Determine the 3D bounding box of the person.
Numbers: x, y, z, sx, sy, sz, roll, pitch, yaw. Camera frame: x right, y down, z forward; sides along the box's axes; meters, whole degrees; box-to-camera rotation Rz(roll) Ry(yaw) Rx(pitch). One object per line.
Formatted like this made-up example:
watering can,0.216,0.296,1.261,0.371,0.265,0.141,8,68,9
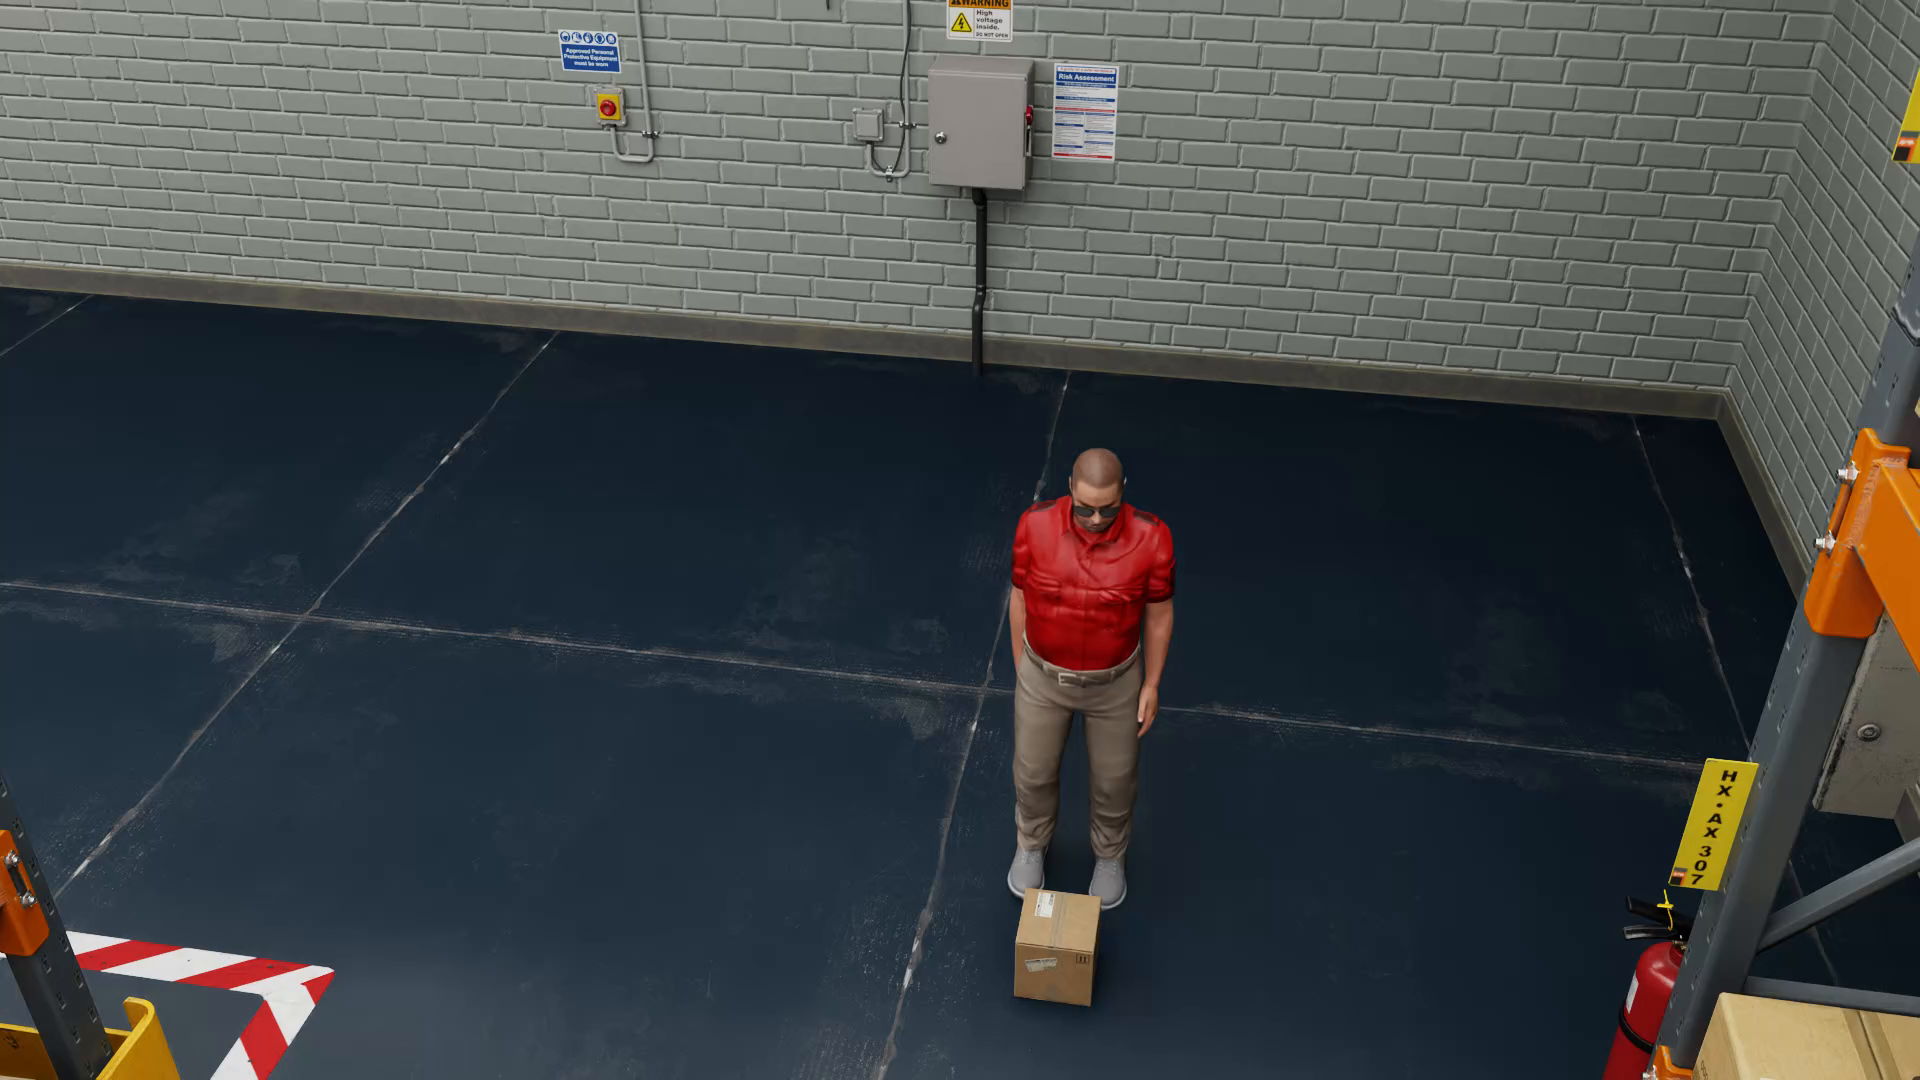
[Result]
person,0.413,0.463,5.438,0.532,1.724,0.347,6,33,9
